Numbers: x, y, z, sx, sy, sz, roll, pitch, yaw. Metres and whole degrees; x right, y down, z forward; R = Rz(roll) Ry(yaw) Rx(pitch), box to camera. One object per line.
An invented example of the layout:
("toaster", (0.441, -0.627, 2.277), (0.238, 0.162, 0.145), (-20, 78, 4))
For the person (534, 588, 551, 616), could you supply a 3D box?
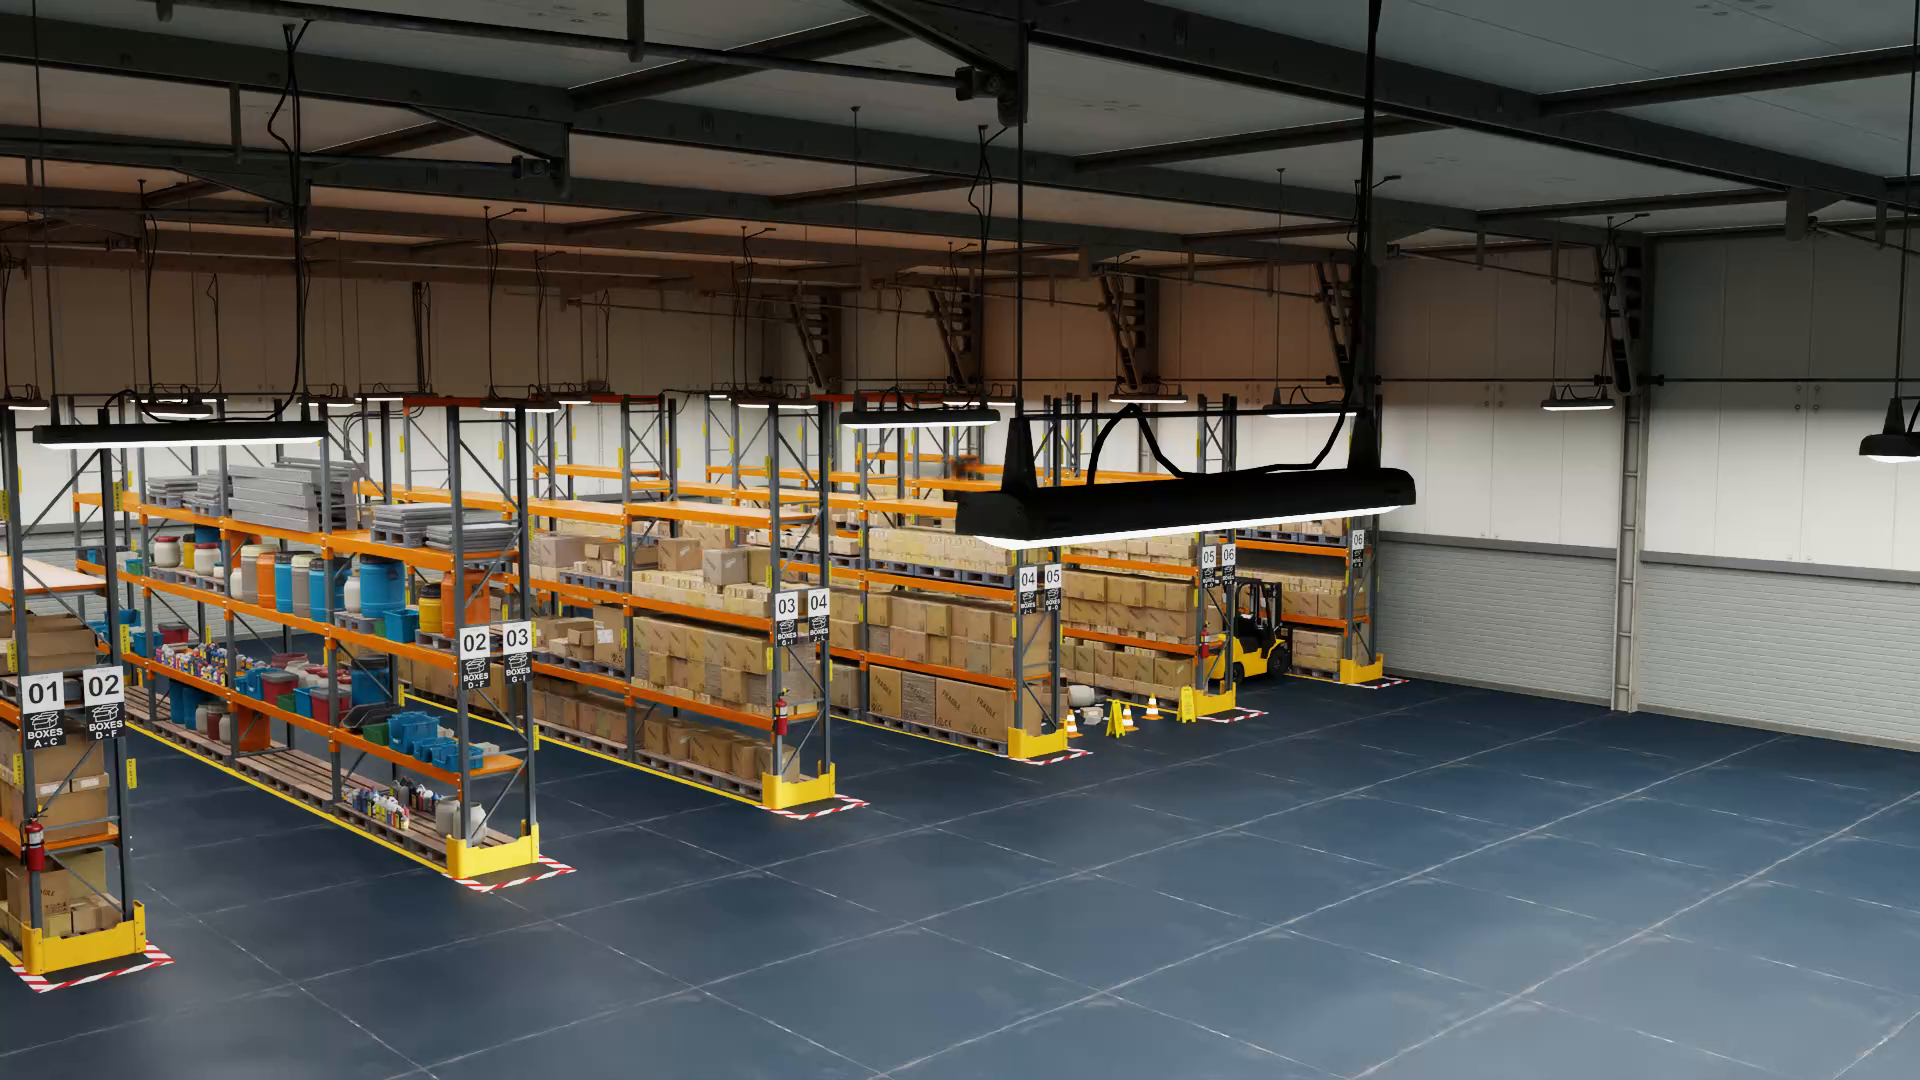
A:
("person", (-10.314, 1.452, 41.259), (0.673, 1.754, 0.908), (3, 6, 25))
